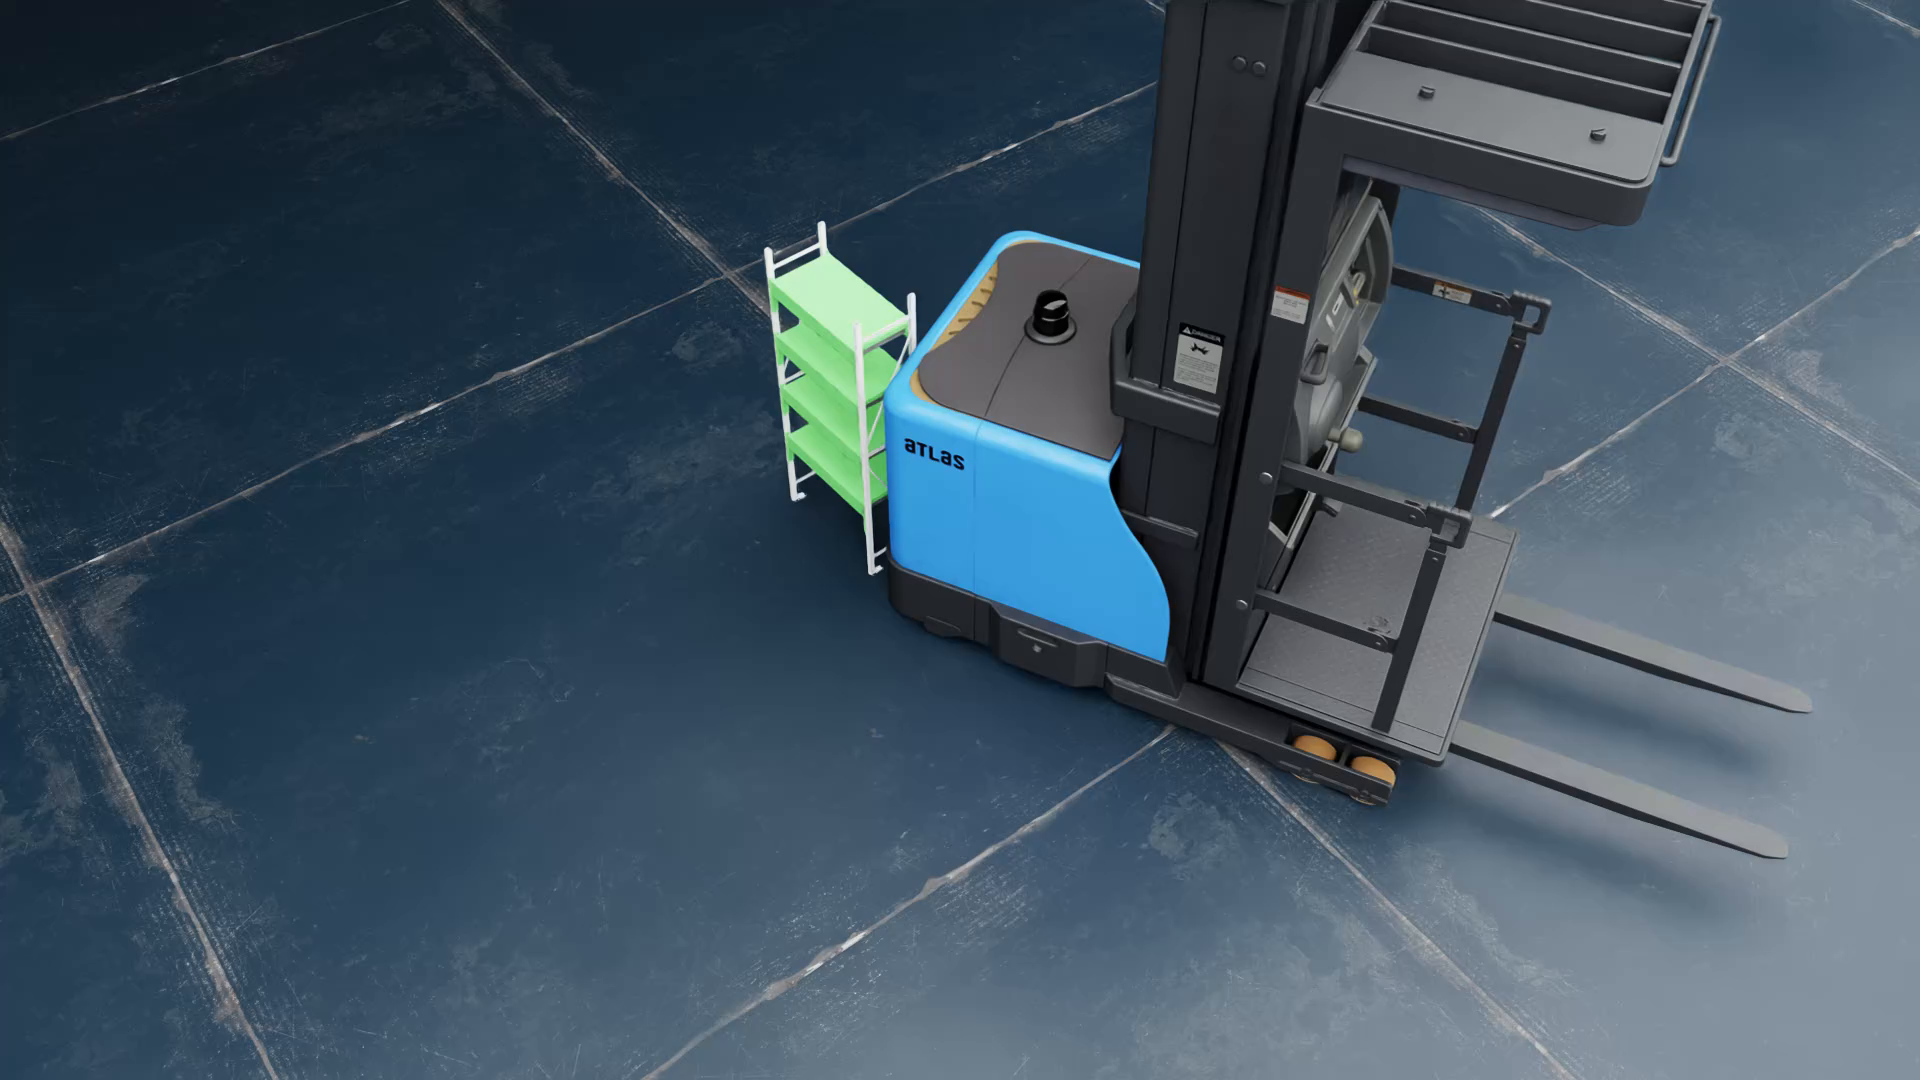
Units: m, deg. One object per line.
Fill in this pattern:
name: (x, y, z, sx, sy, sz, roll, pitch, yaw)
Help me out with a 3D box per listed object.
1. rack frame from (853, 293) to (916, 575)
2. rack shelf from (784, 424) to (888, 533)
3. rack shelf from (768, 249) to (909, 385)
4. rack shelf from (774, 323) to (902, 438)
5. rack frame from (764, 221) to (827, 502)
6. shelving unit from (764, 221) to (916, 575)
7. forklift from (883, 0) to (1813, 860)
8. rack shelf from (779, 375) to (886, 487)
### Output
rack frame: (-0.241, -0.332, 5.741, 0.240, 1.200, 0.015, -31, 55, -25)
rack shelf: (-0.396, -0.268, 6.093, 0.258, 0.148, 0.480, -31, 55, -25)
rack shelf: (-0.396, -0.751, 5.560, 0.258, 0.148, 0.480, -31, 55, -25)
rack shelf: (-0.396, -0.590, 5.737, 0.258, 0.148, 0.480, -31, 55, -25)
rack frame: (-0.552, -0.611, 5.994, 0.240, 1.200, 0.015, -31, 55, -25)
shelving unit: (-0.396, -0.472, 5.868, 0.258, 1.200, 0.503, -31, 55, -25)
forklift: (1.299, -0.570, 4.788, 3.031, 2.935, 1.130, 20, 51, 17)
rack shelf: (-0.396, -0.429, 5.915, 0.258, 0.148, 0.480, -31, 55, -25)
